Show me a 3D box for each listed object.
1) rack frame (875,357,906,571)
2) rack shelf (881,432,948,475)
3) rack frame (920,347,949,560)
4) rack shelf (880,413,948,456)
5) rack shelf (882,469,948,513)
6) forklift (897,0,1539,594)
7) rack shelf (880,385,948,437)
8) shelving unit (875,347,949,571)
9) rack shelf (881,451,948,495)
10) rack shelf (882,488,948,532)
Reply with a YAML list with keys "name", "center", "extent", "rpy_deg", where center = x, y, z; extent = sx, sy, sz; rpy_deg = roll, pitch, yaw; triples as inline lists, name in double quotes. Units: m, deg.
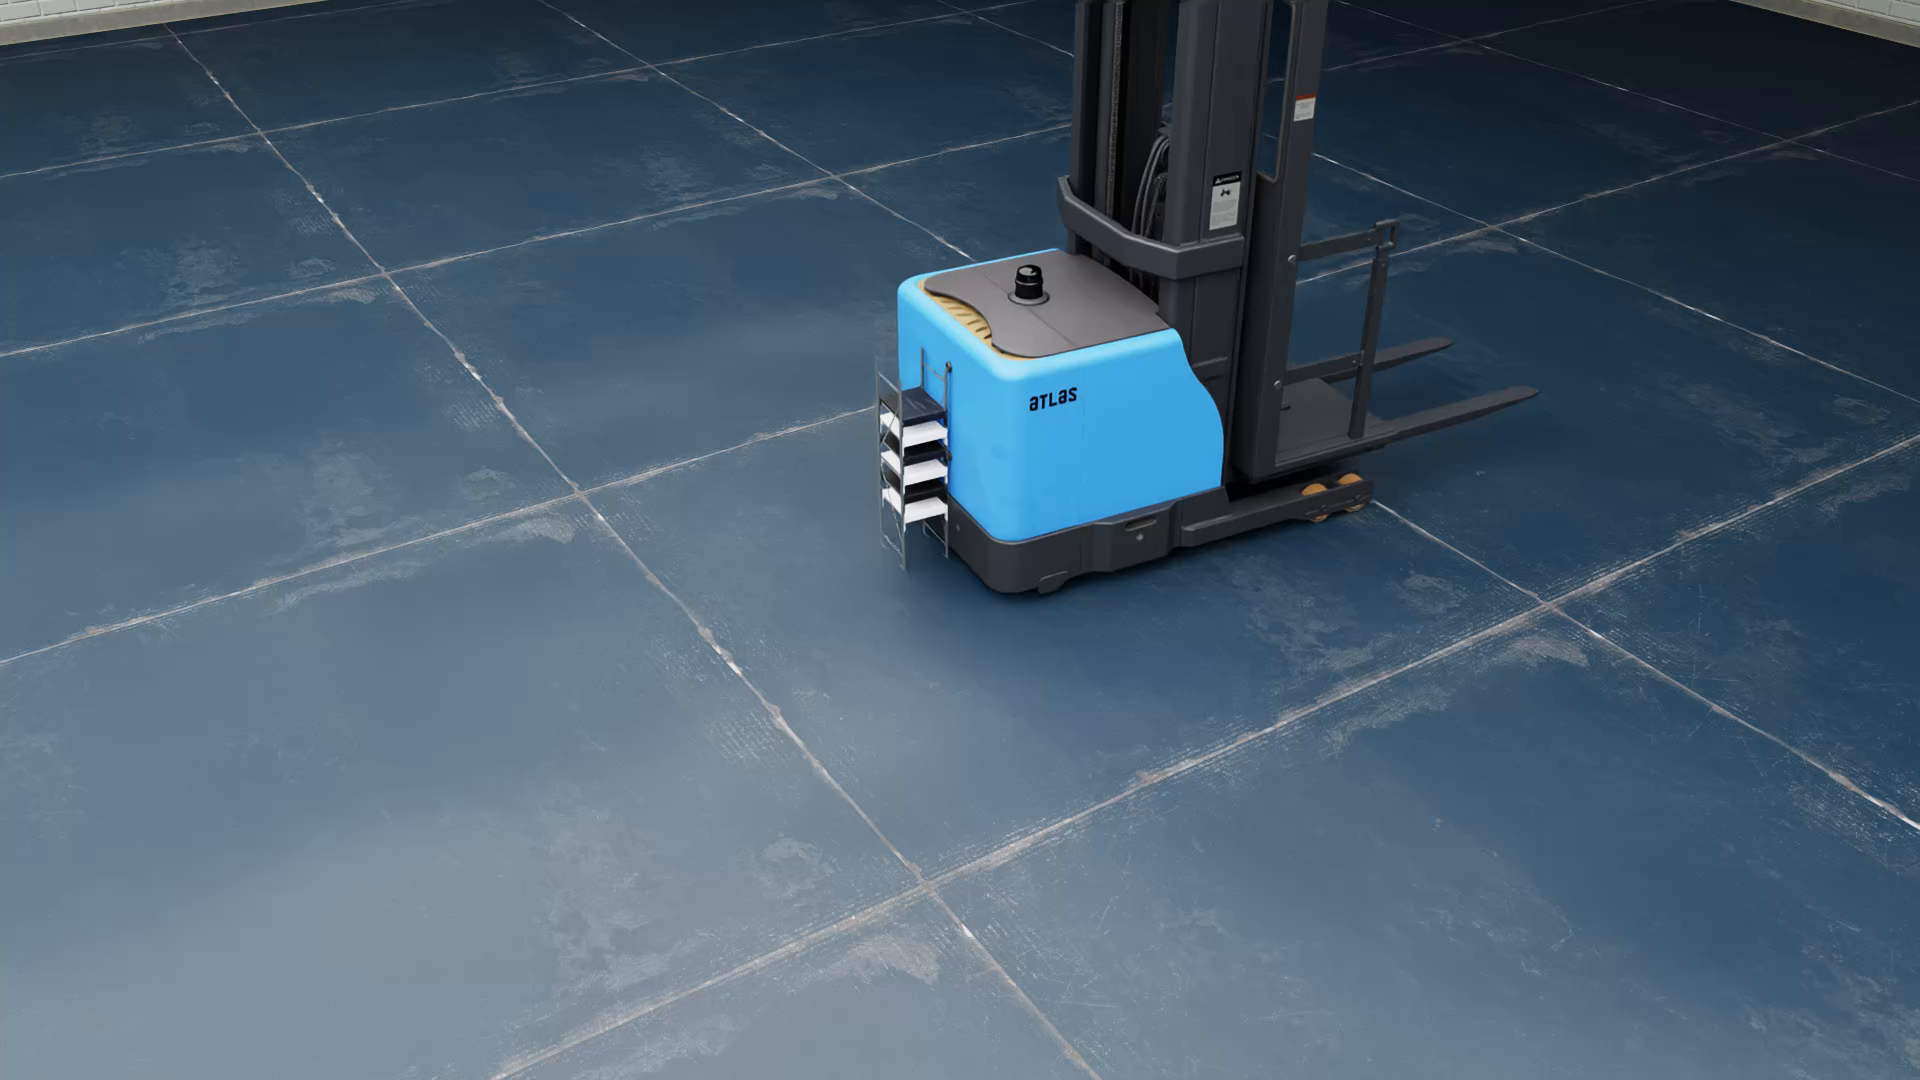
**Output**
- name: "rack frame"
  center: [-0.287, -0.306, 6.891]
  extent: [0.006, 0.900, 0.240]
  rpy_deg: [-15, 35, -22]
- name: "rack shelf"
  center: [-0.196, -0.378, 6.900]
  extent: [0.200, 0.077, 0.258]
  rpy_deg: [-15, 35, -22]
- name: "rack frame"
  center: [-0.106, -0.355, 6.969]
  extent: [0.006, 0.900, 0.240]
  rpy_deg: [-15, 35, -22]
- name: "rack shelf"
  center: [-0.196, -0.454, 6.852]
  extent: [0.200, 0.077, 0.258]
  rpy_deg: [-15, 35, -22]
- name: "rack shelf"
  center: [-0.196, -0.226, 6.996]
  extent: [0.200, 0.077, 0.258]
  rpy_deg: [-15, 35, -22]
- name: "forklift"
  center: [1.275, -1.556, 6.970]
  extent: [3.031, 2.935, 1.130]
  rpy_deg: [-15, 35, -22]
- name: "rack shelf"
  center: [-0.196, -0.530, 6.804]
  extent: [0.200, 0.077, 0.258]
  rpy_deg: [-15, 35, -22]
- name: "shelving unit"
  center: [-0.196, -0.330, 6.930]
  extent: [0.210, 0.900, 0.258]
  rpy_deg: [-15, 35, -22]
- name: "rack shelf"
  center: [-0.196, -0.302, 6.948]
  extent: [0.200, 0.077, 0.258]
  rpy_deg: [-15, 35, -22]
- name: "rack shelf"
  center: [-0.196, -0.150, 7.044]
  extent: [0.200, 0.077, 0.258]
  rpy_deg: [-15, 35, -22]
